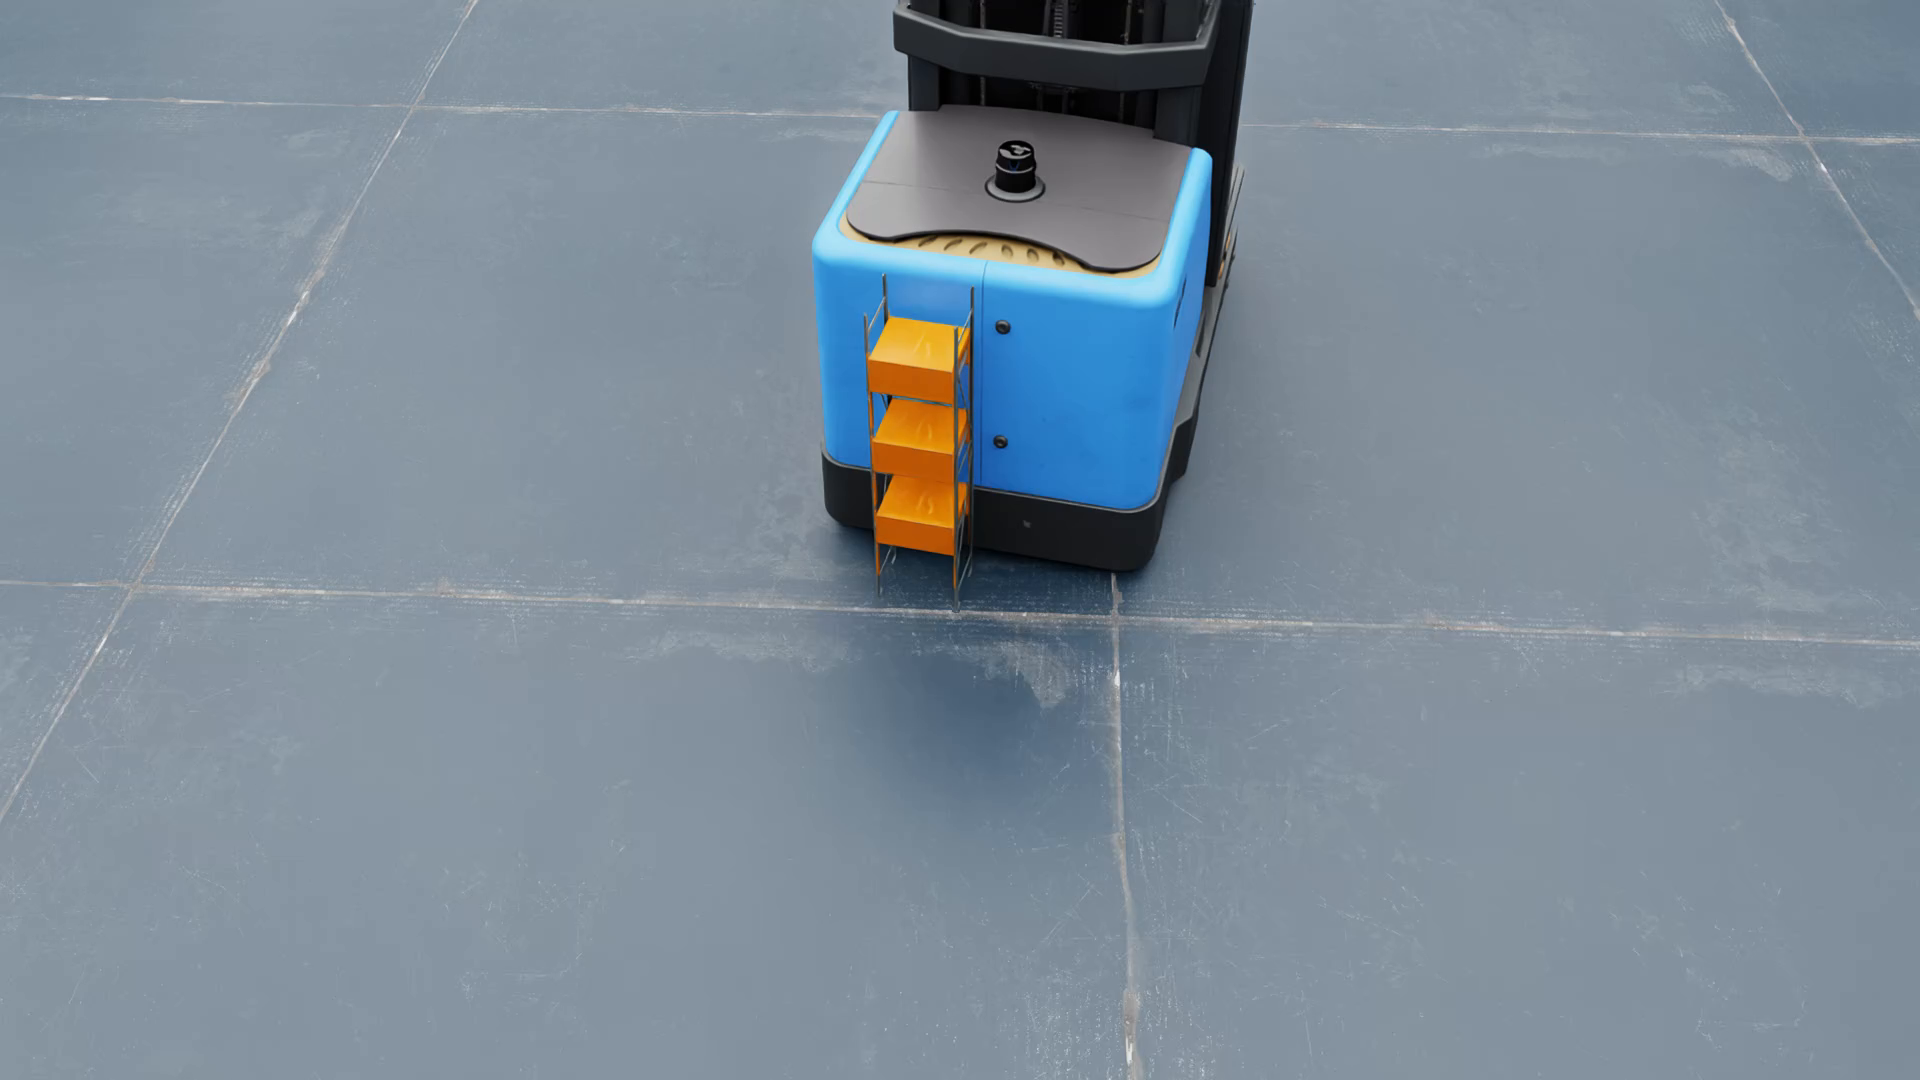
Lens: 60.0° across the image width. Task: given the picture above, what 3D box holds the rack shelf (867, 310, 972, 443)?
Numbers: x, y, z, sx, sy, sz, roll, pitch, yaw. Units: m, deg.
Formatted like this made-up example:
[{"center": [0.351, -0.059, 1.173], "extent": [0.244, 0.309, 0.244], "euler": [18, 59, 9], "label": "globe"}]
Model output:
[{"center": [-0.107, -0.449, 4.560], "extent": [0.240, 0.259, 0.215], "euler": [10, 44, 10], "label": "rack shelf"}]

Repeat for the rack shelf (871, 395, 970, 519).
[{"center": [-0.106, -0.242, 4.754], "extent": [0.240, 0.259, 0.215], "euler": [10, 44, 10], "label": "rack shelf"}]

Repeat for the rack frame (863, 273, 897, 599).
[{"center": [-0.225, -0.270, 4.769], "extent": [0.008, 1.050, 0.200], "euler": [10, 44, 10], "label": "rack frame"}]

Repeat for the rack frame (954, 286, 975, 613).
[{"center": [0.012, -0.229, 4.725], "extent": [0.008, 1.050, 0.200], "euler": [10, 44, 10], "label": "rack frame"}]

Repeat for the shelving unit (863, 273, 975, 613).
[{"center": [-0.106, -0.249, 4.747], "extent": [0.252, 1.050, 0.215], "euler": [10, 44, 10], "label": "shelving unit"}]

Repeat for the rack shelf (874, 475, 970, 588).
[{"center": [-0.106, -0.039, 4.944], "extent": [0.240, 0.259, 0.215], "euler": [10, 44, 10], "label": "rack shelf"}]

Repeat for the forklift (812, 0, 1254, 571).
[{"center": [0.428, -1.998, 5.244], "extent": [1.130, 2.935, 3.031], "euler": [10, 44, 10], "label": "forklift"}]
